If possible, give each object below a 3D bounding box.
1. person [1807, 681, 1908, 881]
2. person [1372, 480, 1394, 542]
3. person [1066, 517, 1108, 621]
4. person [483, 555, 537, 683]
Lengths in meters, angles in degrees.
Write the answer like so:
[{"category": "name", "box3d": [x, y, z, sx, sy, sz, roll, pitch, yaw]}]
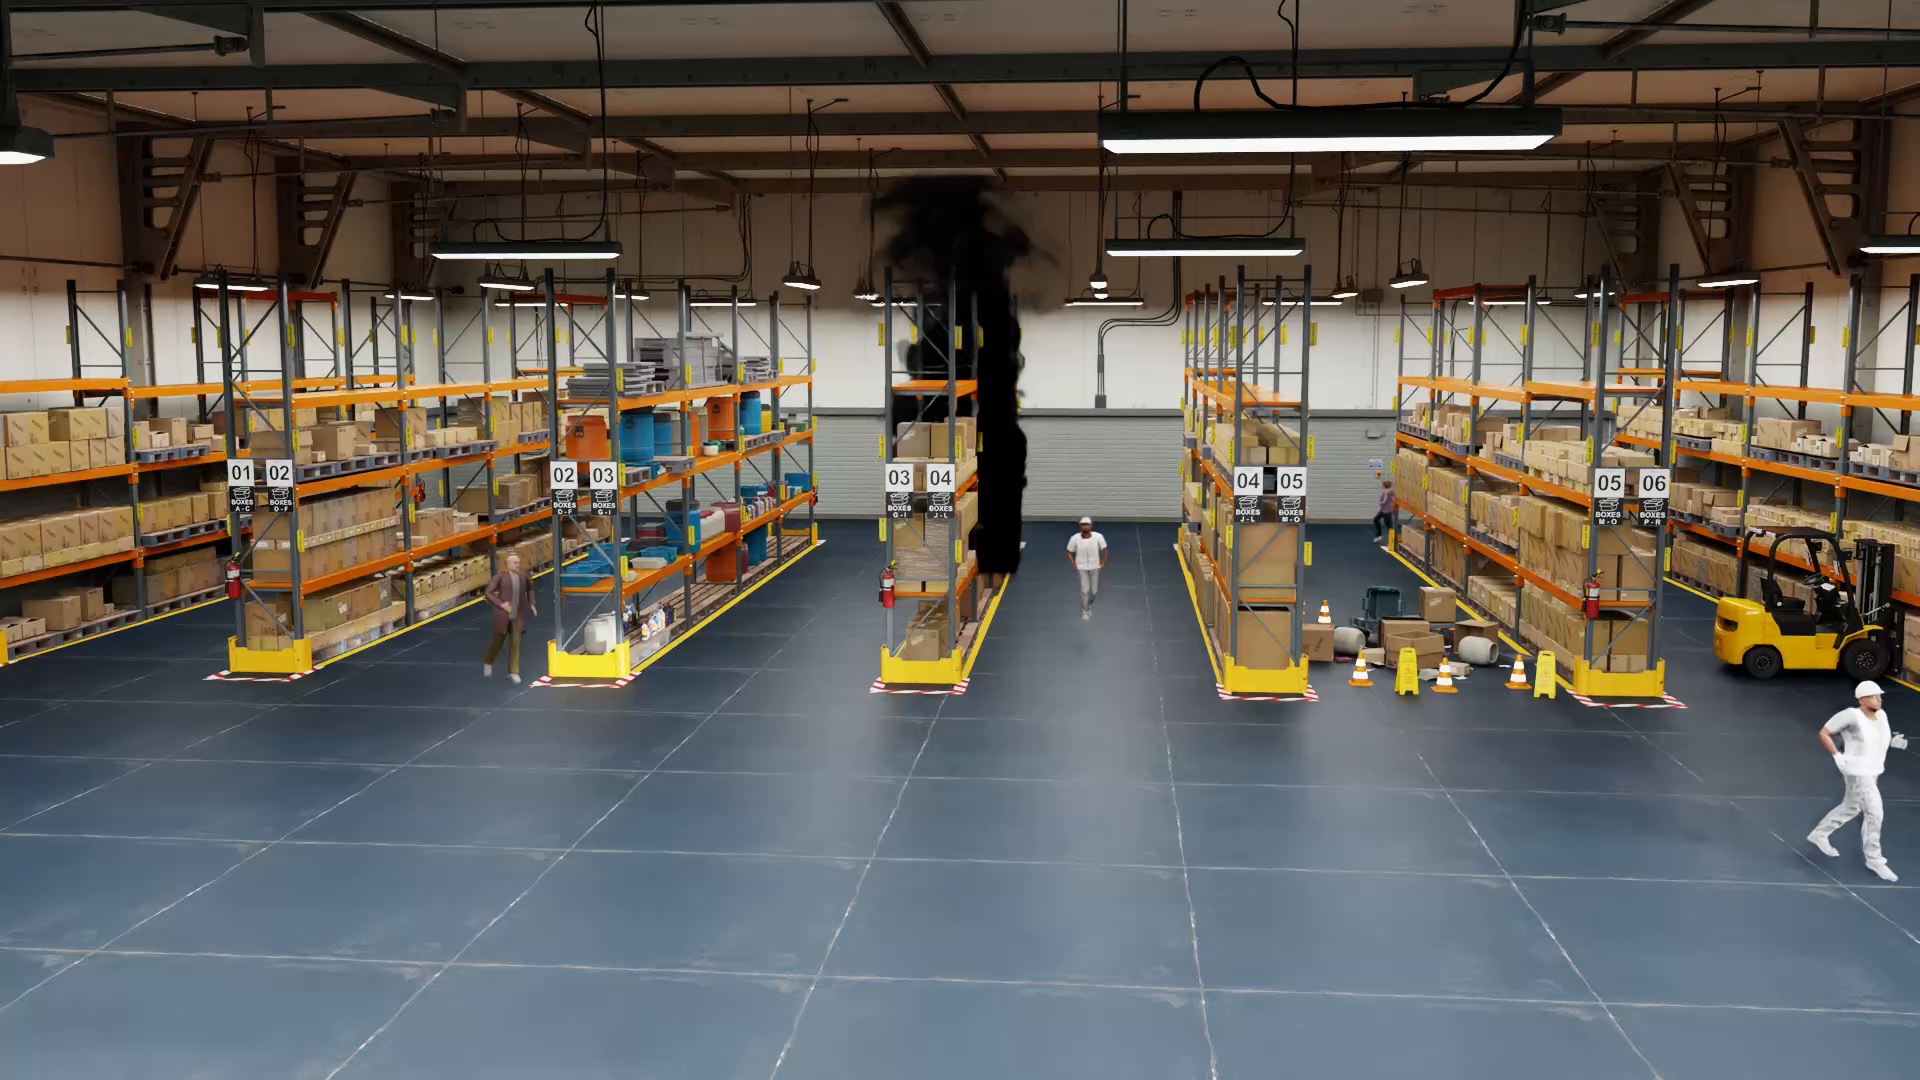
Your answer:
[{"category": "person", "box3d": [8.508, 2.217, 15.715, 0.655, 1.827, 0.877, -5, 9, -36]}, {"category": "person", "box3d": [10.401, -0.693, 40.480, 0.659, 1.573, 0.549, 2, 7, 14]}, {"category": "person", "box3d": [2.129, 0.478, 27.852, 0.698, 1.740, 0.500, 0, 7, 1]}, {"category": "person", "box3d": [-6.399, 1.100, 23.769, 0.765, 1.762, 0.974, -5, 9, -35]}]
